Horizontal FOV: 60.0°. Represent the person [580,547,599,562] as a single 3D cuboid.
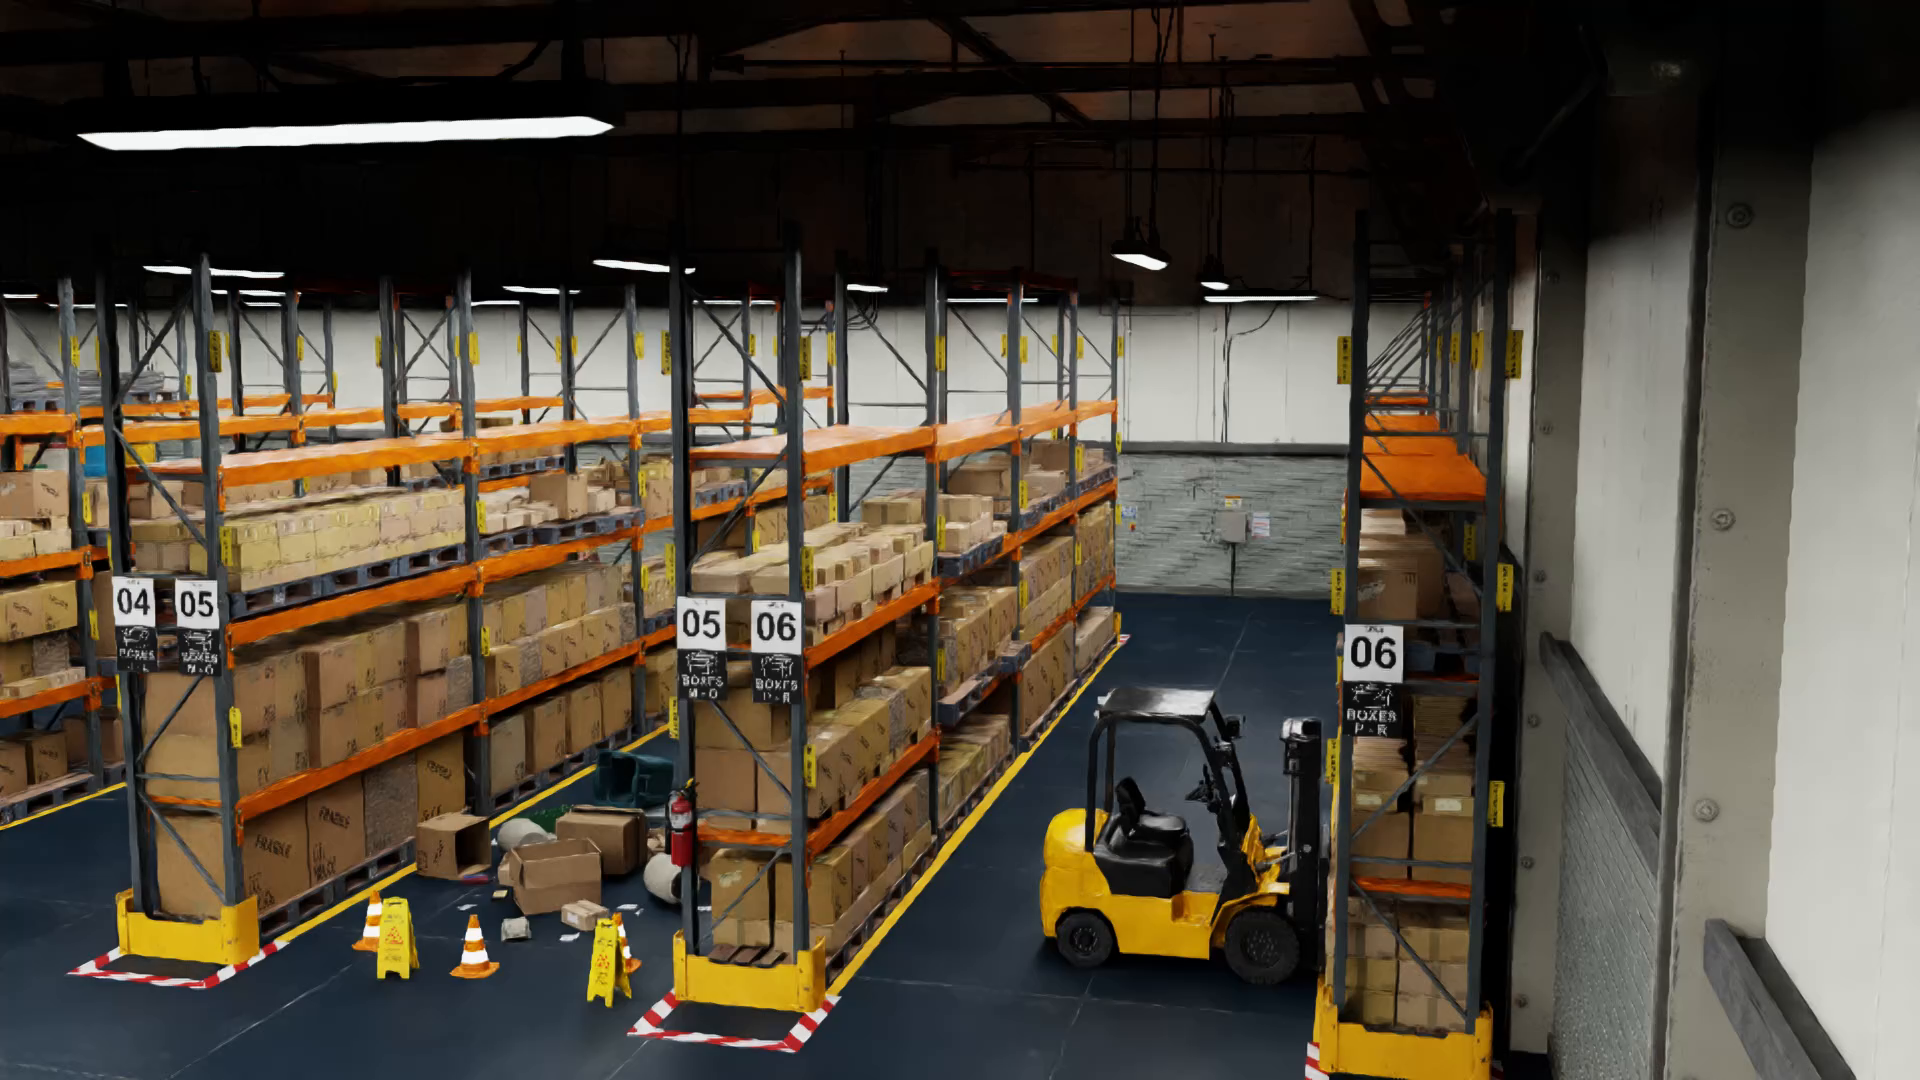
[{"bbox_3d":[-7.566,0.239,33.801,0.446,1.608,1.027,3,8,23],"label":"person"}]
